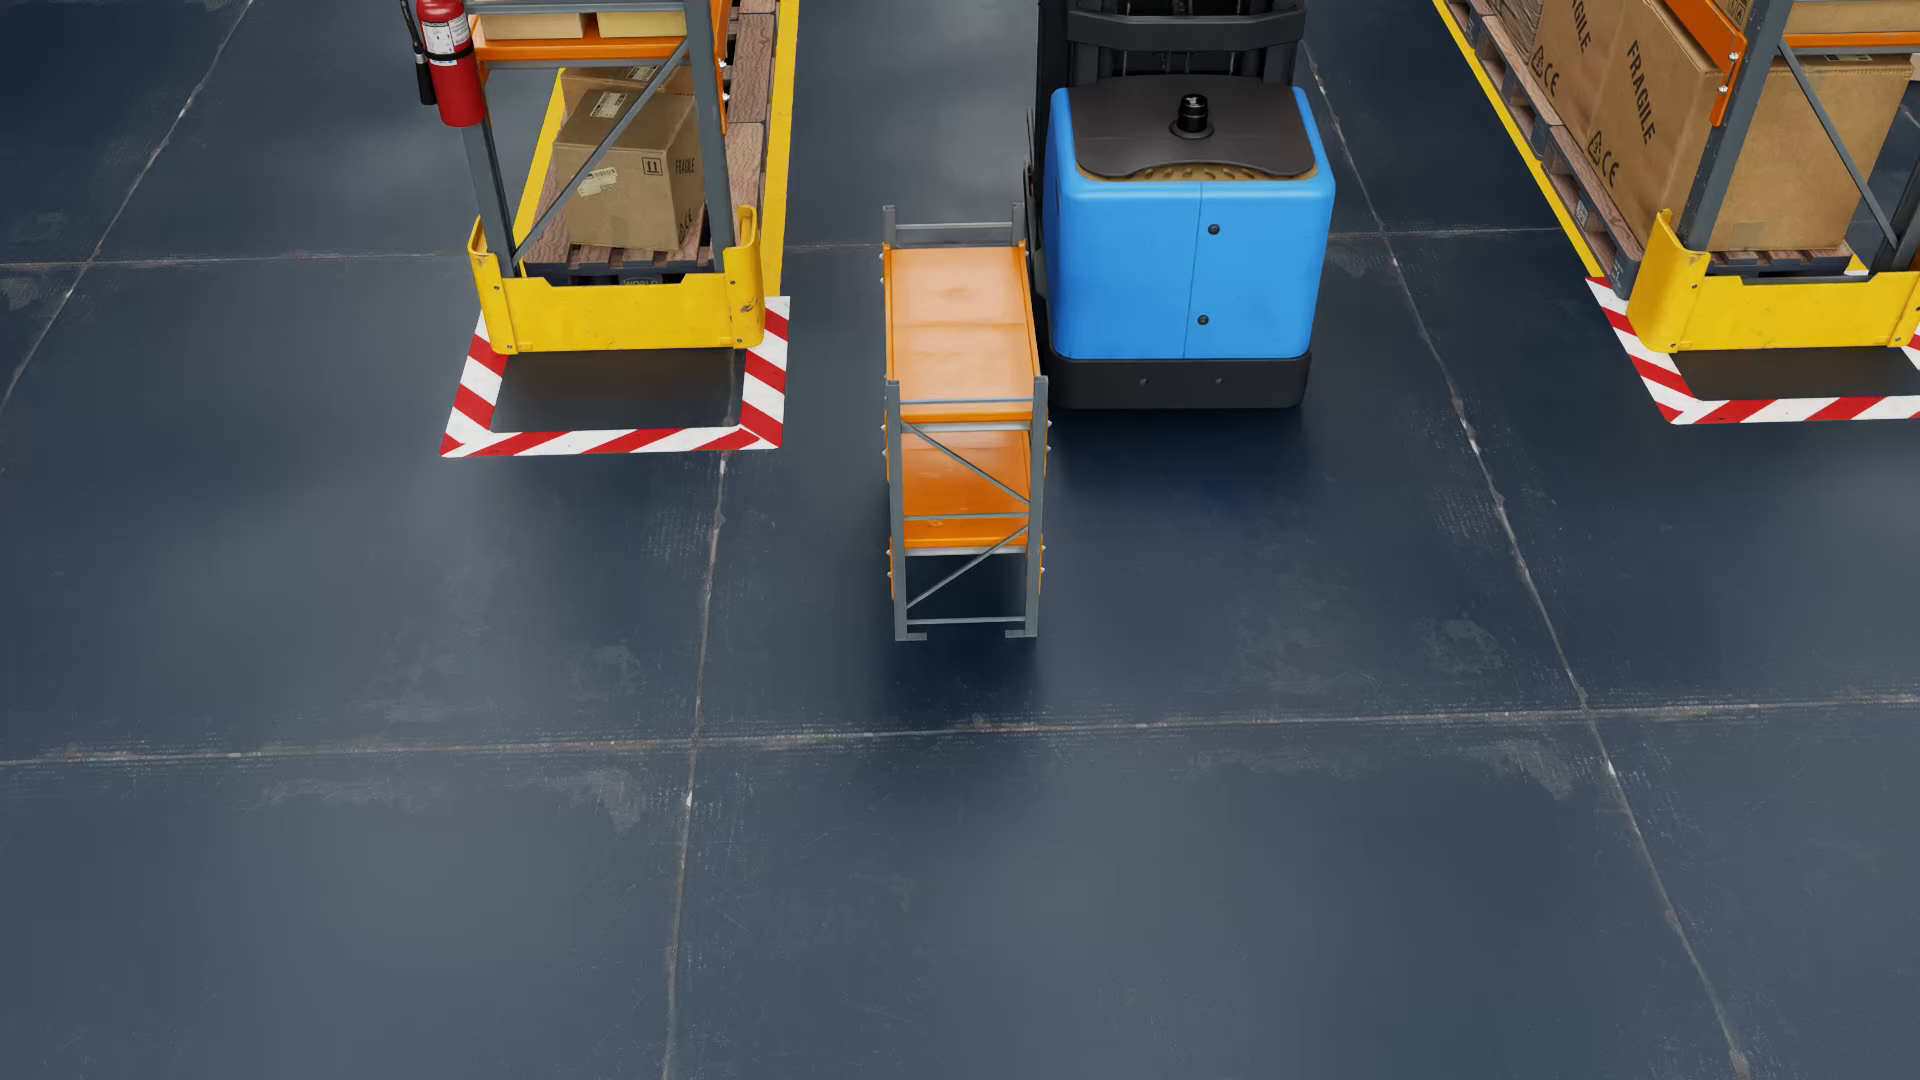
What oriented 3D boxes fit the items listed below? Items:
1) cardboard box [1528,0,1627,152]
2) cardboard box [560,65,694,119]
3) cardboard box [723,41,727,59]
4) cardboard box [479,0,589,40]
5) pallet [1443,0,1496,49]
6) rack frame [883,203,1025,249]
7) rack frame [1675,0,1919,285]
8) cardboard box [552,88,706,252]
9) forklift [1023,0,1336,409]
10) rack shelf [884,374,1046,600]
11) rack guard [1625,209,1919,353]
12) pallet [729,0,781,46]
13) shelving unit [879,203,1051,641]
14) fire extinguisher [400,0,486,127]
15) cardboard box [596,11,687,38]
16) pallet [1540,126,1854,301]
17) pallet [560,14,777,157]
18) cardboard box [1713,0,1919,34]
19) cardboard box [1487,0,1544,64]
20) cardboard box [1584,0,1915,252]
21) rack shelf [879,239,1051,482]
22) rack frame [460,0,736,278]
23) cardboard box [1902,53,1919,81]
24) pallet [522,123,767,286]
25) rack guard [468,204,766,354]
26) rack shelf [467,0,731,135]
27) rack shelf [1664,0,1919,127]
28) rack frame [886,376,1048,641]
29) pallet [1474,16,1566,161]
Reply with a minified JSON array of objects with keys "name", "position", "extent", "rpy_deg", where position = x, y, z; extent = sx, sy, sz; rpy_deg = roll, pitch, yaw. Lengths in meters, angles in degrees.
[{"name":"cardboard box","position":[3.388,-2.476,7.993],"extent":[0.875,0.875,0.875],"rpy_deg":[-2,43,-2]},{"name":"cardboard box","position":[-1.507,-2.039,7.793],"extent":[0.500,0.500,0.500],"rpy_deg":[9,43,9]},{"name":"cardboard box","position":[-1.493,-2.840,8.668],"extent":[0.500,0.500,0.500],"rpy_deg":[-5,43,-6]},{"name":"cardboard box","position":[-1.656,-2.075,6.479],"extent":[0.380,0.149,0.250],"rpy_deg":[-2,43,-2]},{"name":"pallet","position":[3.307,-3.212,9.598],"extent":[1.003,0.211,1.213],"rpy_deg":[-2,43,-2]},{"name":"rack frame","position":[-0.022,-0.762,6.249],"extent":[0.500,1.125,0.032],"rpy_deg":[-2,43,-2]},{"name":"rack frame","position":[3.523,-2.055,6.272],"extent":[1.000,3.000,0.127],"rpy_deg":[-2,43,-2]},{"name":"cardboard box","position":[-1.447,-1.636,7.354],"extent":[0.500,0.500,0.500],"rpy_deg":[6,43,6]},{"name":"forklift","position":[0.869,-2.581,6.896],"extent":[1.130,2.935,3.031],"rpy_deg":[0,43,0]},{"name":"rack shelf","position":[0.000,-0.239,6.040],"extent":[0.538,0.278,1.000],"rpy_deg":[-2,43,-2]},{"name":"rack guard","position":[3.524,-1.117,7.099],"extent":[1.175,0.500,0.348],"rpy_deg":[-2,43,-2]},{"name":"pallet","position":[-1.543,-3.201,9.586],"extent":[1.003,0.211,1.213],"rpy_deg":[-2,43,-2]},{"name":"shelving unit","position":[0.000,-0.419,5.875],"extent":[0.538,1.125,1.048],"rpy_deg":[-2,43,-2]},{"name":"fire extinguisher","position":[-1.893,-1.862,6.118],"extent":[0.296,0.674,0.183],"rpy_deg":[-2,43,-2]},{"name":"cardboard box","position":[-1.211,-2.087,6.493],"extent":[0.380,0.149,0.250],"rpy_deg":[-2,43,-2]},{"name":"pallet","position":[3.410,-1.564,7.801],"extent":[1.003,0.211,1.213],"rpy_deg":[-2,43,-2]},{"name":"pallet","position":[-1.488,-2.375,8.685],"extent":[1.003,0.211,1.213],"rpy_deg":[-2,43,-2]},{"name":"cardboard box","position":[3.462,-2.359,6.493],"extent":[0.875,0.550,0.550],"rpy_deg":[-2,43,-2]},{"name":"cardboard box","position":[3.352,-3.092,8.665],"extent":[0.875,0.875,0.875],"rpy_deg":[-1,43,-1]},{"name":"cardboard box","position":[3.428,-1.882,7.345],"extent":[0.875,0.875,0.875],"rpy_deg":[-1,43,-2]},{"name":"rack shelf","position":[0.000,-0.635,5.677],"extent":[0.538,0.278,1.000],"rpy_deg":[-2,43,-2]},{"name":"rack frame","position":[-1.437,-1.981,6.191],"extent":[1.000,3.000,0.127],"rpy_deg":[-2,43,-2]},{"name":"cardboard box","position":[5.266,-2.640,8.933],"extent":[0.396,0.266,0.258],"rpy_deg":[5,43,6]},{"name":"pallet","position":[-1.440,-1.554,7.789],"extent":[1.003,0.211,1.213],"rpy_deg":[-2,43,-2]},{"name":"rack guard","position":[-1.440,-1.111,7.092],"extent":[1.175,0.500,0.348],"rpy_deg":[-2,43,-2]},{"name":"rack shelf","position":[-1.522,-3.066,7.907],"extent":[1.077,0.370,4.000],"rpy_deg":[-2,43,-2]},{"name":"rack shelf","position":[3.438,-3.140,7.988],"extent":[1.077,0.370,4.000],"rpy_deg":[-2,43,-2]},{"name":"rack frame","position":[0.021,-0.076,5.500],"extent":[0.500,1.125,0.032],"rpy_deg":[-2,43,-2]},{"name":"pallet","position":[3.362,-2.386,8.697],"extent":[1.003,0.211,1.213],"rpy_deg":[-2,43,-2]}]
